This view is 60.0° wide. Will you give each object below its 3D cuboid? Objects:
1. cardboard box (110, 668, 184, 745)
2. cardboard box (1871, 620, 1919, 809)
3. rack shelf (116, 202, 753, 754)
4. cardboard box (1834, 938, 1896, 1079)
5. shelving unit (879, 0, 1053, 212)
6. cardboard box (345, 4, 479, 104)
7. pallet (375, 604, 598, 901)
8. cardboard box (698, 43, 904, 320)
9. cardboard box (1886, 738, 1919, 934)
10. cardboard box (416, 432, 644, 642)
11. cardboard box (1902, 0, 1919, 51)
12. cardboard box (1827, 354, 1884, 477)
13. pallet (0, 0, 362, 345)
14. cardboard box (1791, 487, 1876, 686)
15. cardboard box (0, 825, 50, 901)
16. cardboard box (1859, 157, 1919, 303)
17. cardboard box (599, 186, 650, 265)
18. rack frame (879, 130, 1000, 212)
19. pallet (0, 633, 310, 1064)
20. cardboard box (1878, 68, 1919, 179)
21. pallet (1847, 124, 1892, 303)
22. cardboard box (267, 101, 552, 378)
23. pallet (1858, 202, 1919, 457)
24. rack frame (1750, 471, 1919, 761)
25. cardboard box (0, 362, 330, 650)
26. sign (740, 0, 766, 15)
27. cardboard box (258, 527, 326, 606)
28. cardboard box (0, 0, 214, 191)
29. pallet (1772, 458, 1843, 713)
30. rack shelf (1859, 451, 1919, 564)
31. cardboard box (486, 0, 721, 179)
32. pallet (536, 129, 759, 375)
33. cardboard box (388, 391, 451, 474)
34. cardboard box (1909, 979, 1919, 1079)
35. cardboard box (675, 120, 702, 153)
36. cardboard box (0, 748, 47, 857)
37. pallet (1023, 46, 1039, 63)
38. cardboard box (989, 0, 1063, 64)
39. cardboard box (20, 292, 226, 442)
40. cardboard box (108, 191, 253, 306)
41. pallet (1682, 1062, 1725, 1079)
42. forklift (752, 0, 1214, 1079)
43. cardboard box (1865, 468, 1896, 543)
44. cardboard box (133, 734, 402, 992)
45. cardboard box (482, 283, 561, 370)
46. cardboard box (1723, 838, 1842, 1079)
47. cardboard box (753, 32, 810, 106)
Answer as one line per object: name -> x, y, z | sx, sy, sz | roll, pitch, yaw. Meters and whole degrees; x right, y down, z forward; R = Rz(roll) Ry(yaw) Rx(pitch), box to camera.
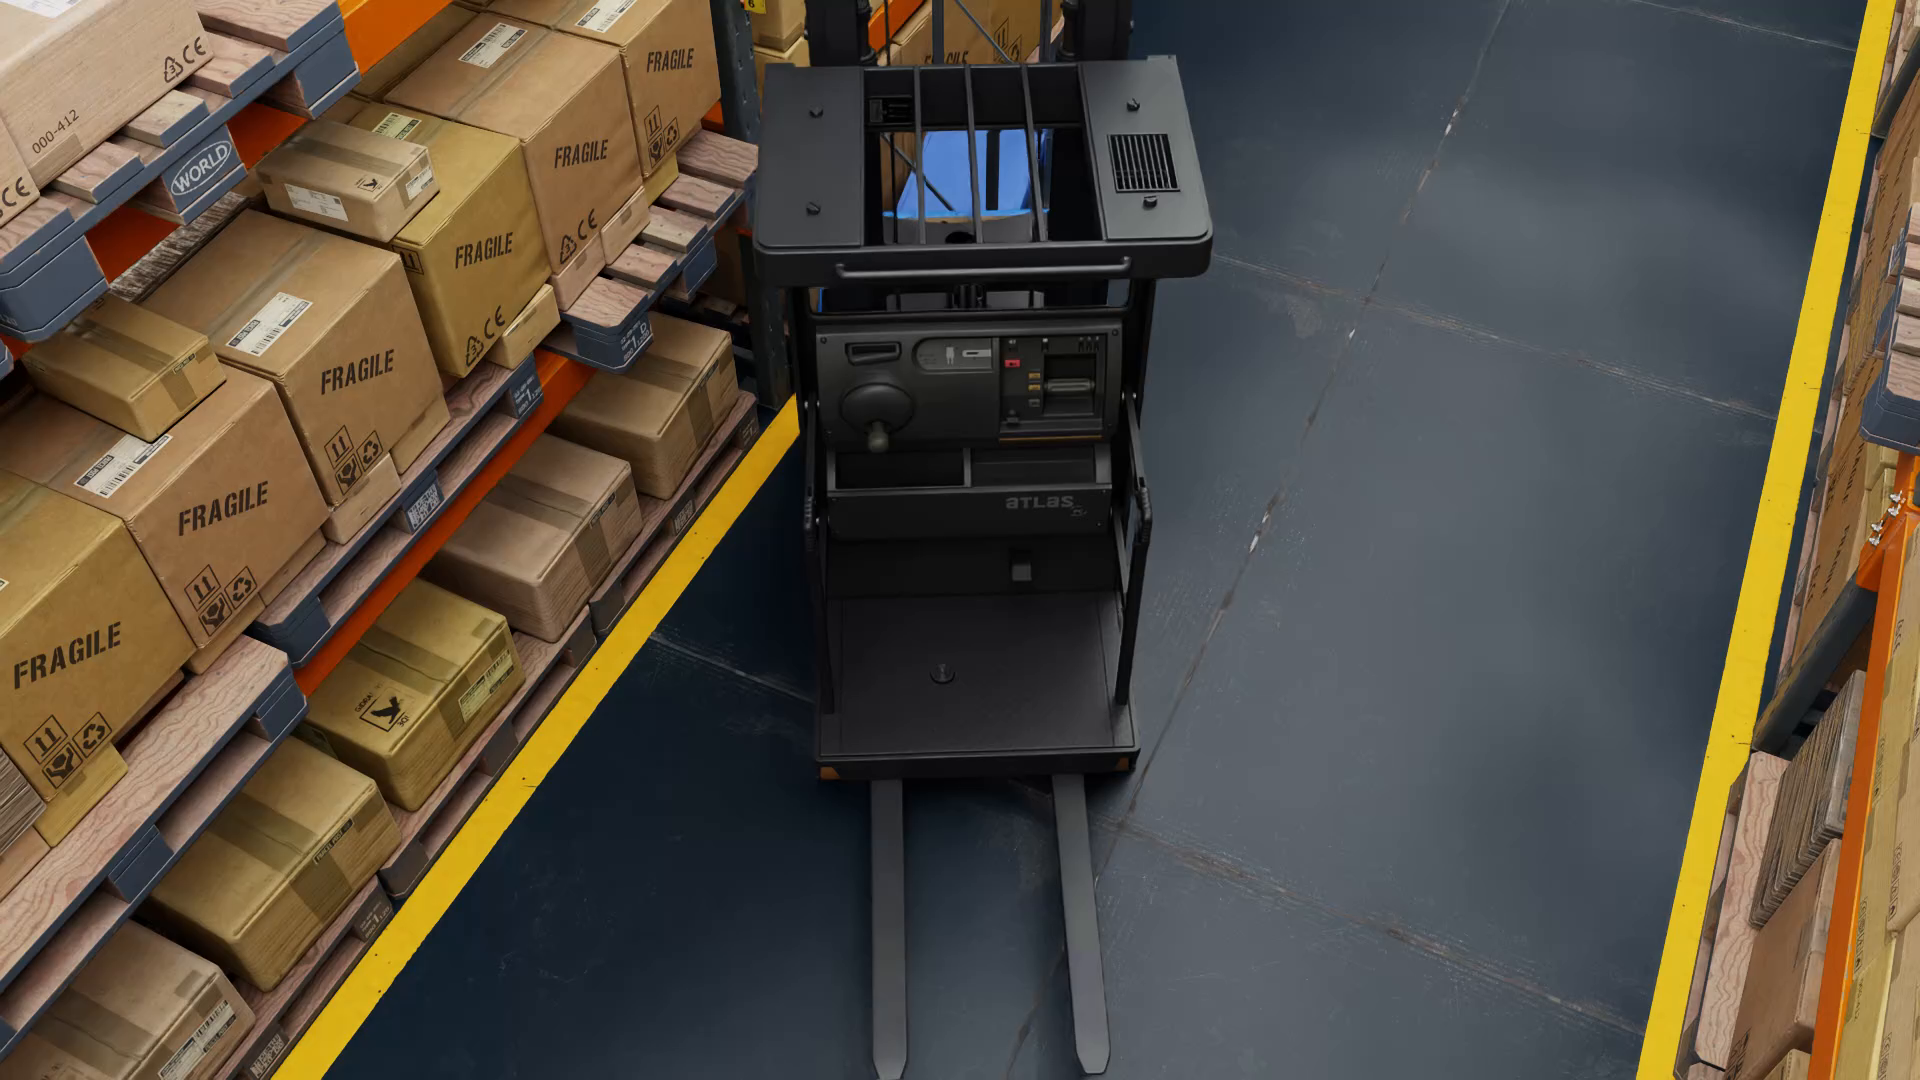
cardboard box -> -2.216, 0.319, 4.213 | 0.380, 0.149, 0.250 | 23, 53, 18
cardboard box -> 2.664, 0.518, 4.253 | 0.500, 0.250, 0.500 | 19, 52, 15
rack shelf -> -2.050, -0.103, 5.156 | 1.077, 0.370, 4.000 | 20, 52, 16
cardboard box -> 2.227, 1.232, 3.646 | 0.500, 0.250, 0.500 | 21, 53, 17
shelving unit -> 0.015, -1.513, 6.868 | 0.538, 1.500, 1.048 | 10, 50, 9
cardboard box -> -1.813, -1.383, 5.236 | 0.500, 0.500, 0.500 | 22, 53, 18
pallet -> -2.053, 0.565, 5.946 | 1.003, 0.211, 1.213 | 20, 52, 16
cardboard box -> -0.825, -1.610, 7.085 | 0.875, 0.875, 0.875 | 19, 52, 16
cardboard box -> 2.429, 0.710, 3.761 | 0.500, 0.250, 0.500 | 19, 52, 15
cardboard box -> -1.754, -0.102, 6.132 | 0.950, 0.372, 0.625 | 19, 52, 15
cardboard box -> 4.975, -2.547, 8.359 | 0.380, 0.149, 0.250 | 18, 52, 15
cardboard box -> 3.725, -0.491, 6.379 | 0.500, 0.500, 0.500 | 22, 53, 18
pallet -> -2.104, -0.976, 3.580 | 1.213, 0.211, 1.003 | 20, 52, 16
cardboard box -> 3.280, 0.212, 5.781 | 0.500, 0.500, 0.500 | 21, 53, 17
cardboard box -> -2.383, 0.708, 3.882 | 0.380, 0.149, 0.250 | 21, 53, 17
cardboard box -> 4.157, -1.210, 6.991 | 0.500, 0.500, 0.500 | 18, 52, 15
cardboard box -> -1.239, -1.070, 5.395 | 0.380, 0.149, 0.250 | 19, 52, 16
rack frame -> -0.102, -1.136, 6.547 | 0.500, 1.500, 0.032 | 10, 50, 9
pallet -> -2.446, 0.624, 4.191 | 1.003, 0.211, 1.213 | 20, 52, 16
cardboard box -> 4.593, -1.922, 7.596 | 0.500, 0.500, 0.500 | 22, 53, 18
pallet -> 4.689, -1.380, 7.601 | 1.003, 0.211, 1.213 | 20, 52, 16
cardboard box -> -1.564, -0.868, 4.797 | 0.500, 0.500, 0.500 | 17, 52, 14
pallet -> 3.520, -0.529, 5.171 | 1.213, 0.211, 1.003 | 20, 52, 16
rack frame -> 3.294, -0.101, 4.682 | 1.000, 3.000, 0.127 | 20, 52, 16
cardboard box -> -2.008, -0.135, 4.174 | 0.500, 0.500, 0.500 | 20, 52, 16
sign -> -0.701, -1.893, 5.498 | 0.100, 0.325, 0.005 | 20, 52, 16
cardboard box -> -1.961, -0.014, 4.497 | 0.380, 0.149, 0.250 | 20, 53, 16
cardboard box -> -1.881, -0.994, 3.295 | 0.500, 0.250, 0.500 | 19, 52, 16
pallet -> 3.647, 0.301, 6.171 | 1.003, 0.211, 1.213 | 20, 52, 16
rack shelf -> 4.148, -1.245, 6.128 | 1.077, 0.370, 4.000 | 20, 52, 16
cardboard box -> -1.138, -1.575, 5.399 | 0.500, 0.500, 0.500 | 18, 52, 15
pallet -> -1.404, -1.126, 5.680 | 1.213, 0.211, 1.003 | 20, 52, 16
cardboard box -> -1.713, -0.373, 4.803 | 0.380, 0.149, 0.250 | 18, 52, 15
cardboard box -> 2.093, 1.006, 3.248 | 0.380, 0.149, 0.250 | 19, 52, 15
cardboard box -> -1.123, -1.466, 5.732 | 0.380, 0.149, 0.250 | 22, 53, 17
cardboard box -> -2.445, 0.546, 3.594 | 0.500, 0.500, 0.500 | 21, 53, 17
pallet -> -0.268, -2.166, 8.269 | 1.003, 0.211, 1.213 | 20, 52, 16
cardboard box -> -0.058, -2.838, 8.130 | 0.875, 0.875, 0.875 | 21, 53, 17
cardboard box -> -2.013, -0.425, 3.994 | 0.380, 0.149, 0.250 | 23, 53, 18
cardboard box -> -2.255, -0.673, 4.632 | 0.500, 0.500, 0.500 | 18, 52, 15
pallet -> 2.384, 2.194, 4.560 | 1.003, 0.211, 1.213 | 20, 52, 16
forklift -> 0.040, -0.367, 4.953 | 1.130, 2.935, 3.031 | -2, 50, -1
cardboard box -> 3.276, -0.060, 5.586 | 0.380, 0.149, 0.250 | 17, 52, 14
cardboard box -> -2.379, 0.898, 5.281 | 0.950, 0.372, 0.625 | 23, 53, 18
cardboard box -> -1.459, -0.705, 5.085 | 0.380, 0.149, 0.250 | 21, 53, 17
cardboard box -> 2.743, 1.410, 4.680 | 0.875, 0.625, 0.625 | 21, 53, 17
cardboard box -> -0.759, -1.920, 6.328 | 0.500, 0.250, 0.500 | 19, 52, 15
